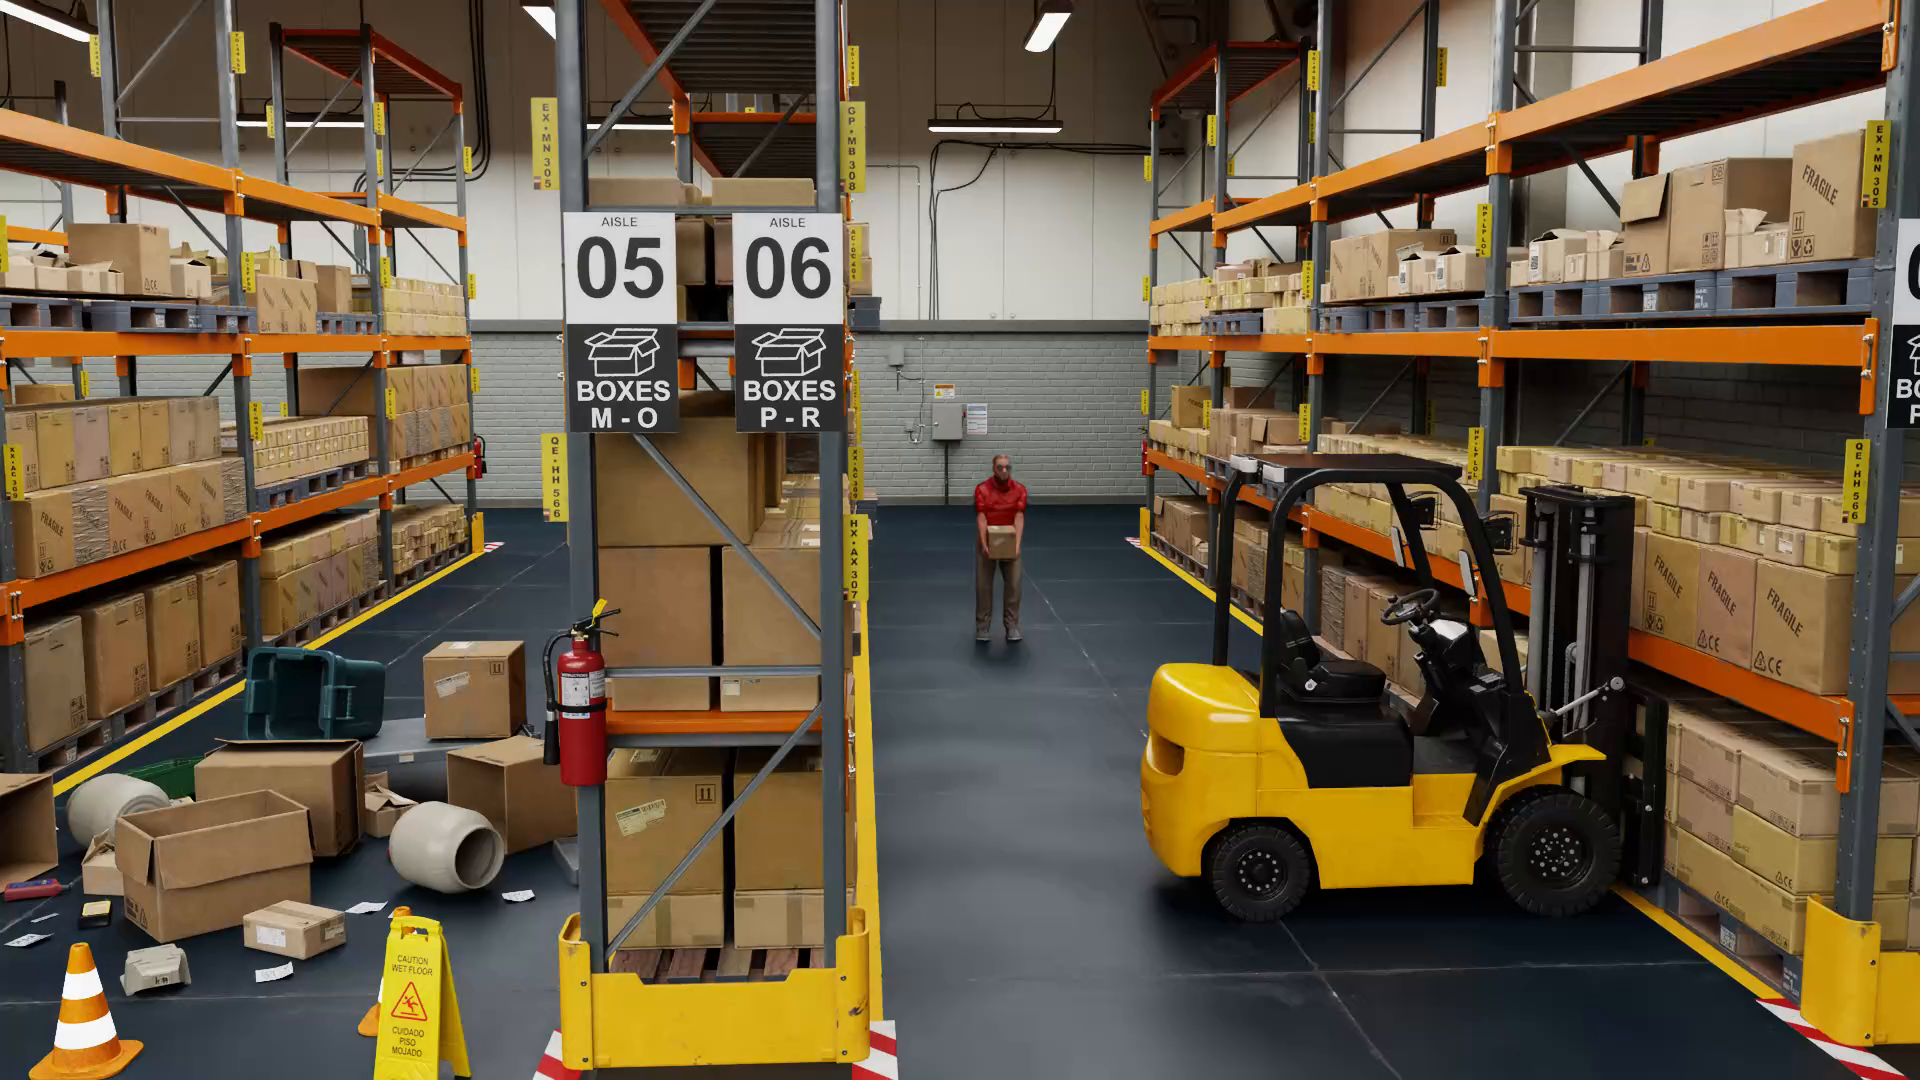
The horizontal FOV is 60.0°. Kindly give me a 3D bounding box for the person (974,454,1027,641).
[{"bbox_3d":[0.376,0.072,15.280,0.486,1.721,0.562,-1,7,-5],"label":"person"}]
